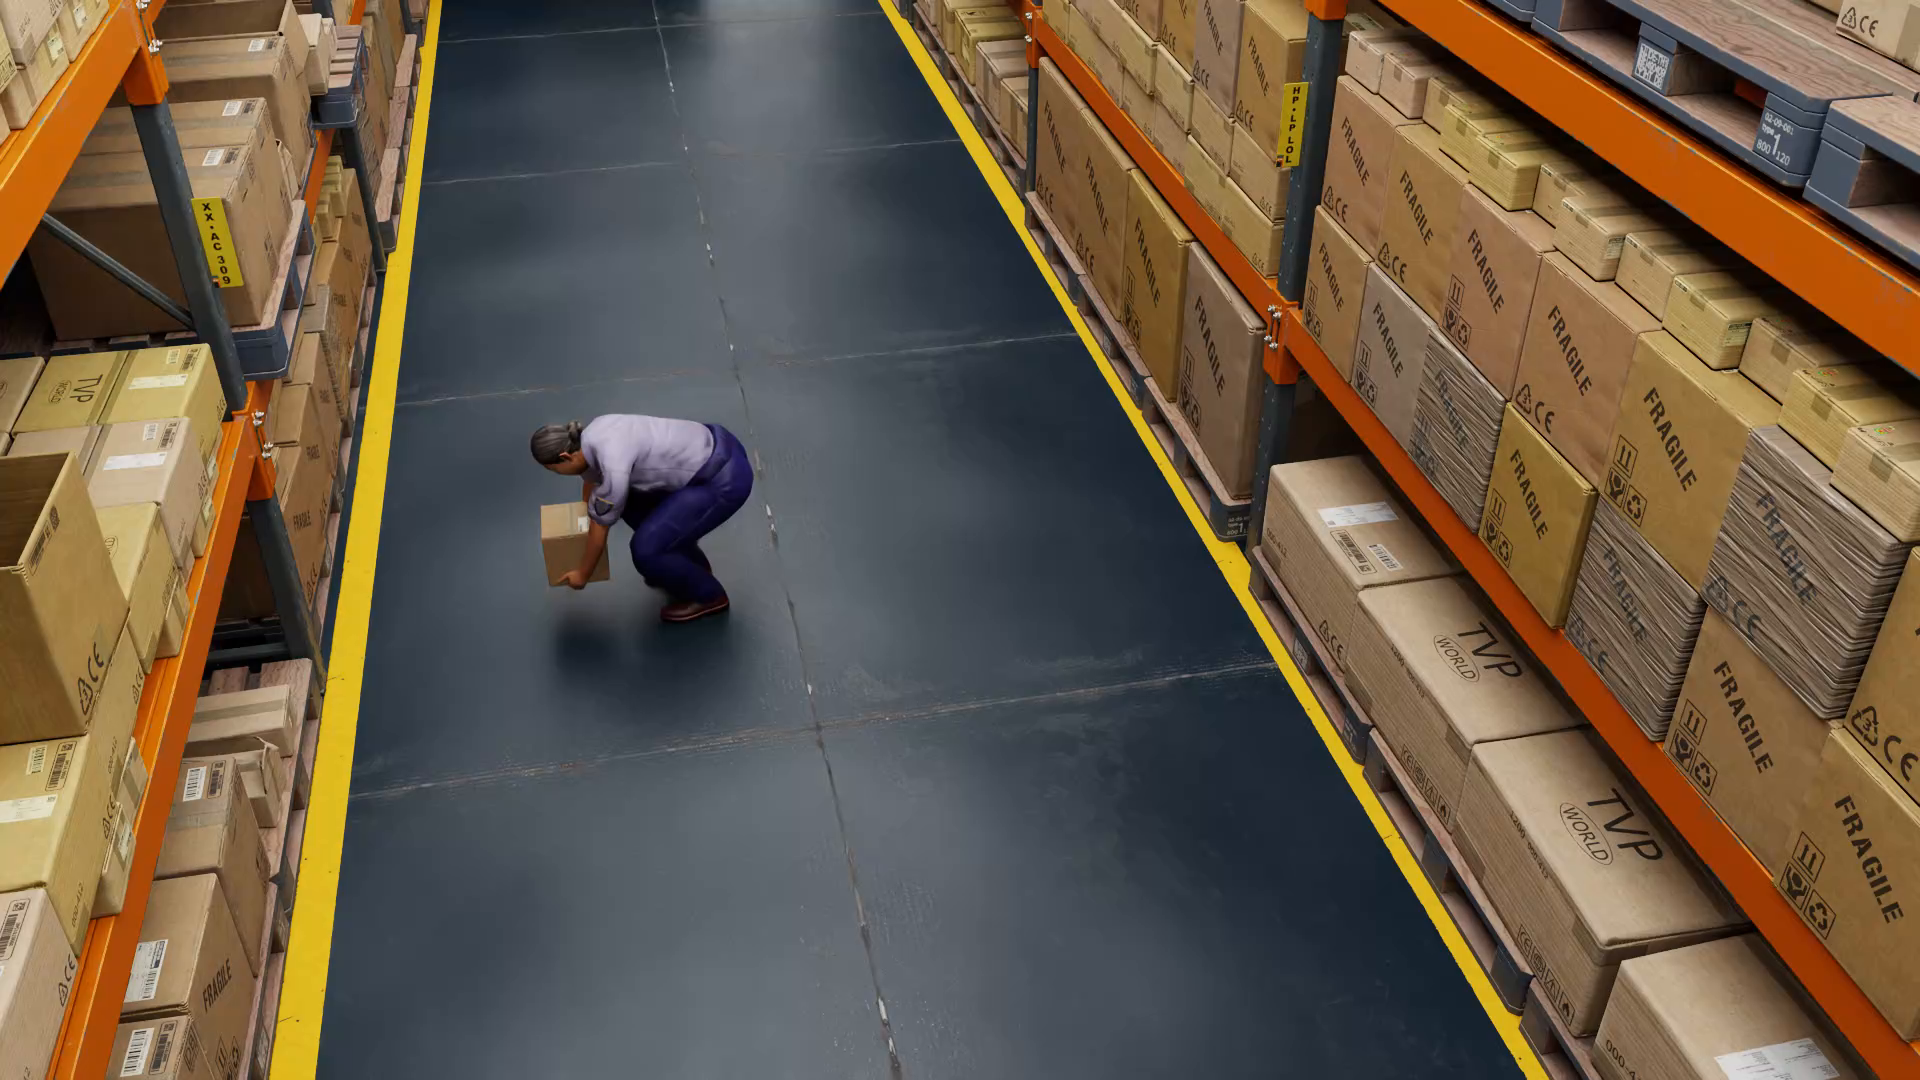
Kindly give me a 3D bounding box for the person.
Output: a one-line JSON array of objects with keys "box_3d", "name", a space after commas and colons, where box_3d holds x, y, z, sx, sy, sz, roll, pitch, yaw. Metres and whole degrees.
[{"box_3d": [-1.300, -0.130, 6.972, 0.874, 0.944, 0.515, -9, 35, -12], "name": "person"}]
